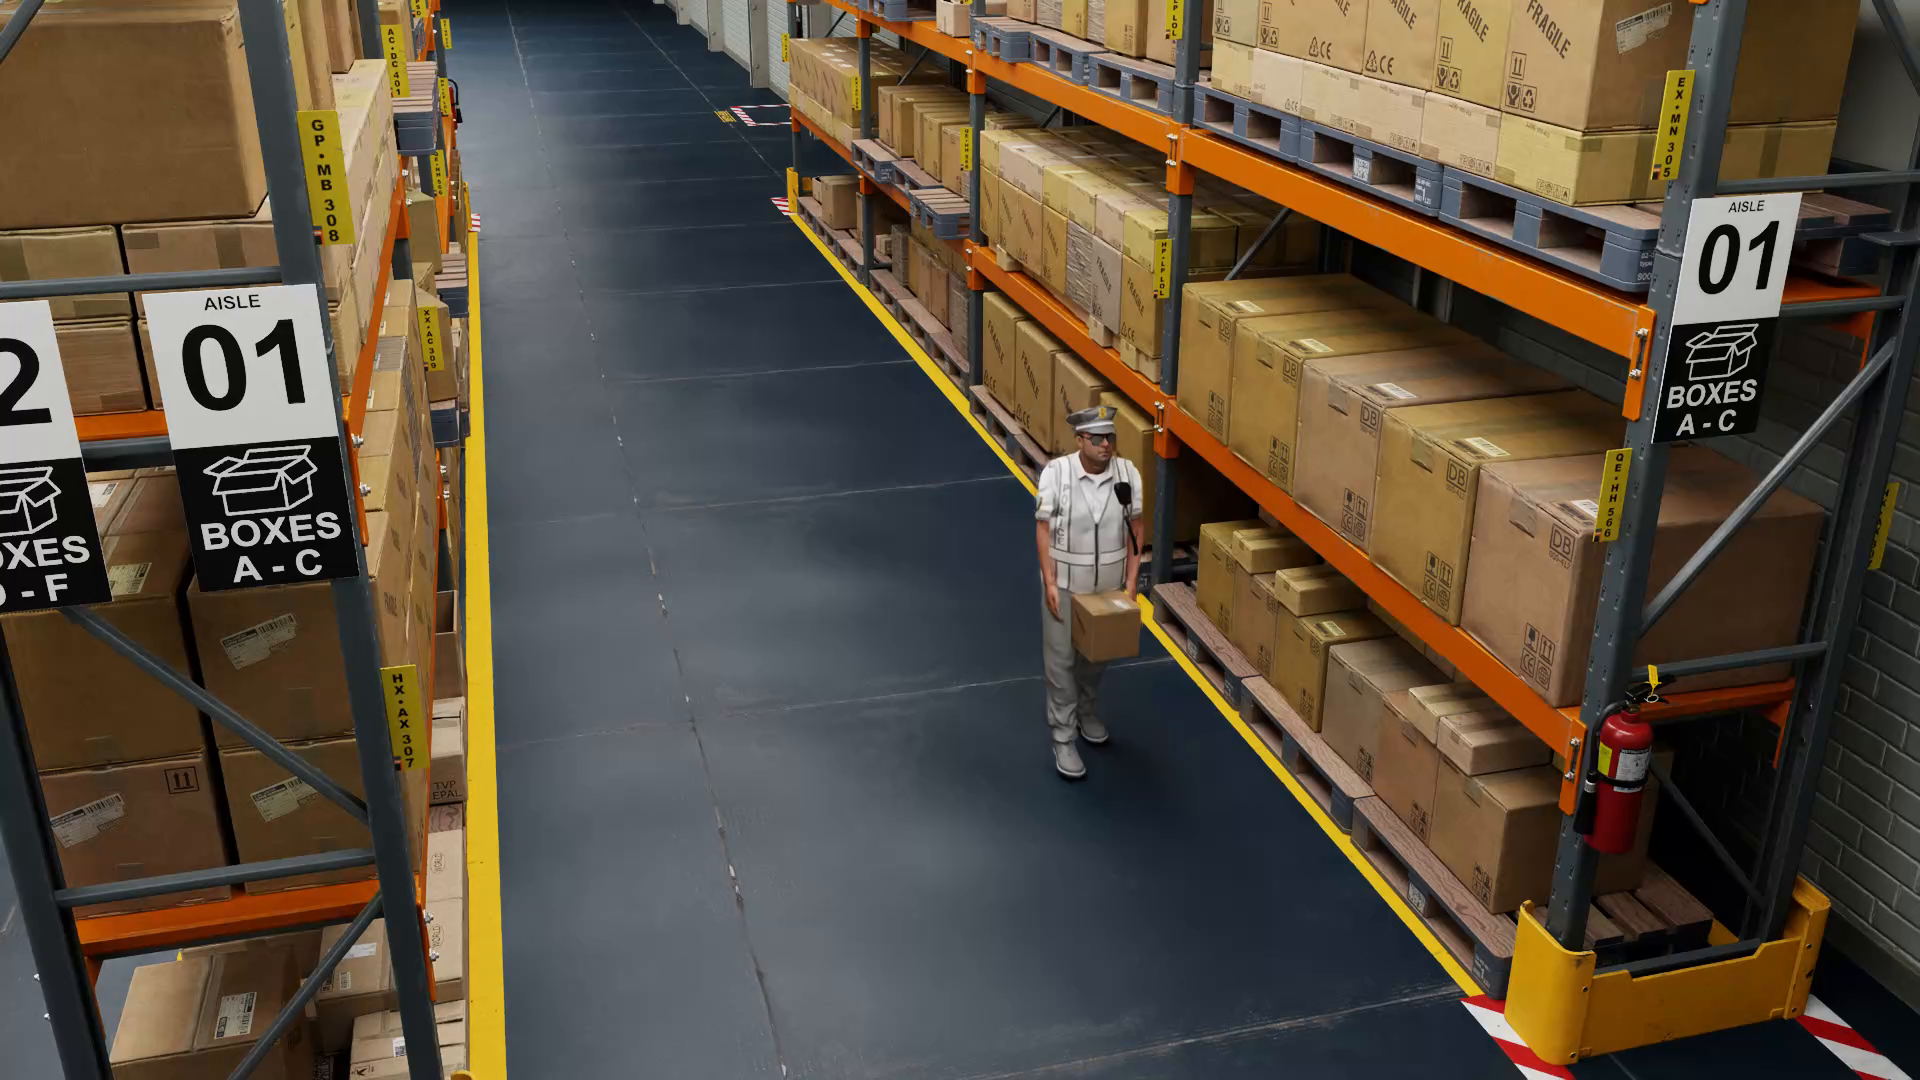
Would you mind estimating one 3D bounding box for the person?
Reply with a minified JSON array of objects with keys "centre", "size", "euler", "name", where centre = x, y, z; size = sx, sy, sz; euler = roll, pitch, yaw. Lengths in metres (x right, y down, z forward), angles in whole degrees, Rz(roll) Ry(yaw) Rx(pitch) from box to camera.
[{"centre":[0.653,0.215,8.004],"size":[0.536,1.777,0.634],"euler":[-6,24,-15],"name":"person"}]
